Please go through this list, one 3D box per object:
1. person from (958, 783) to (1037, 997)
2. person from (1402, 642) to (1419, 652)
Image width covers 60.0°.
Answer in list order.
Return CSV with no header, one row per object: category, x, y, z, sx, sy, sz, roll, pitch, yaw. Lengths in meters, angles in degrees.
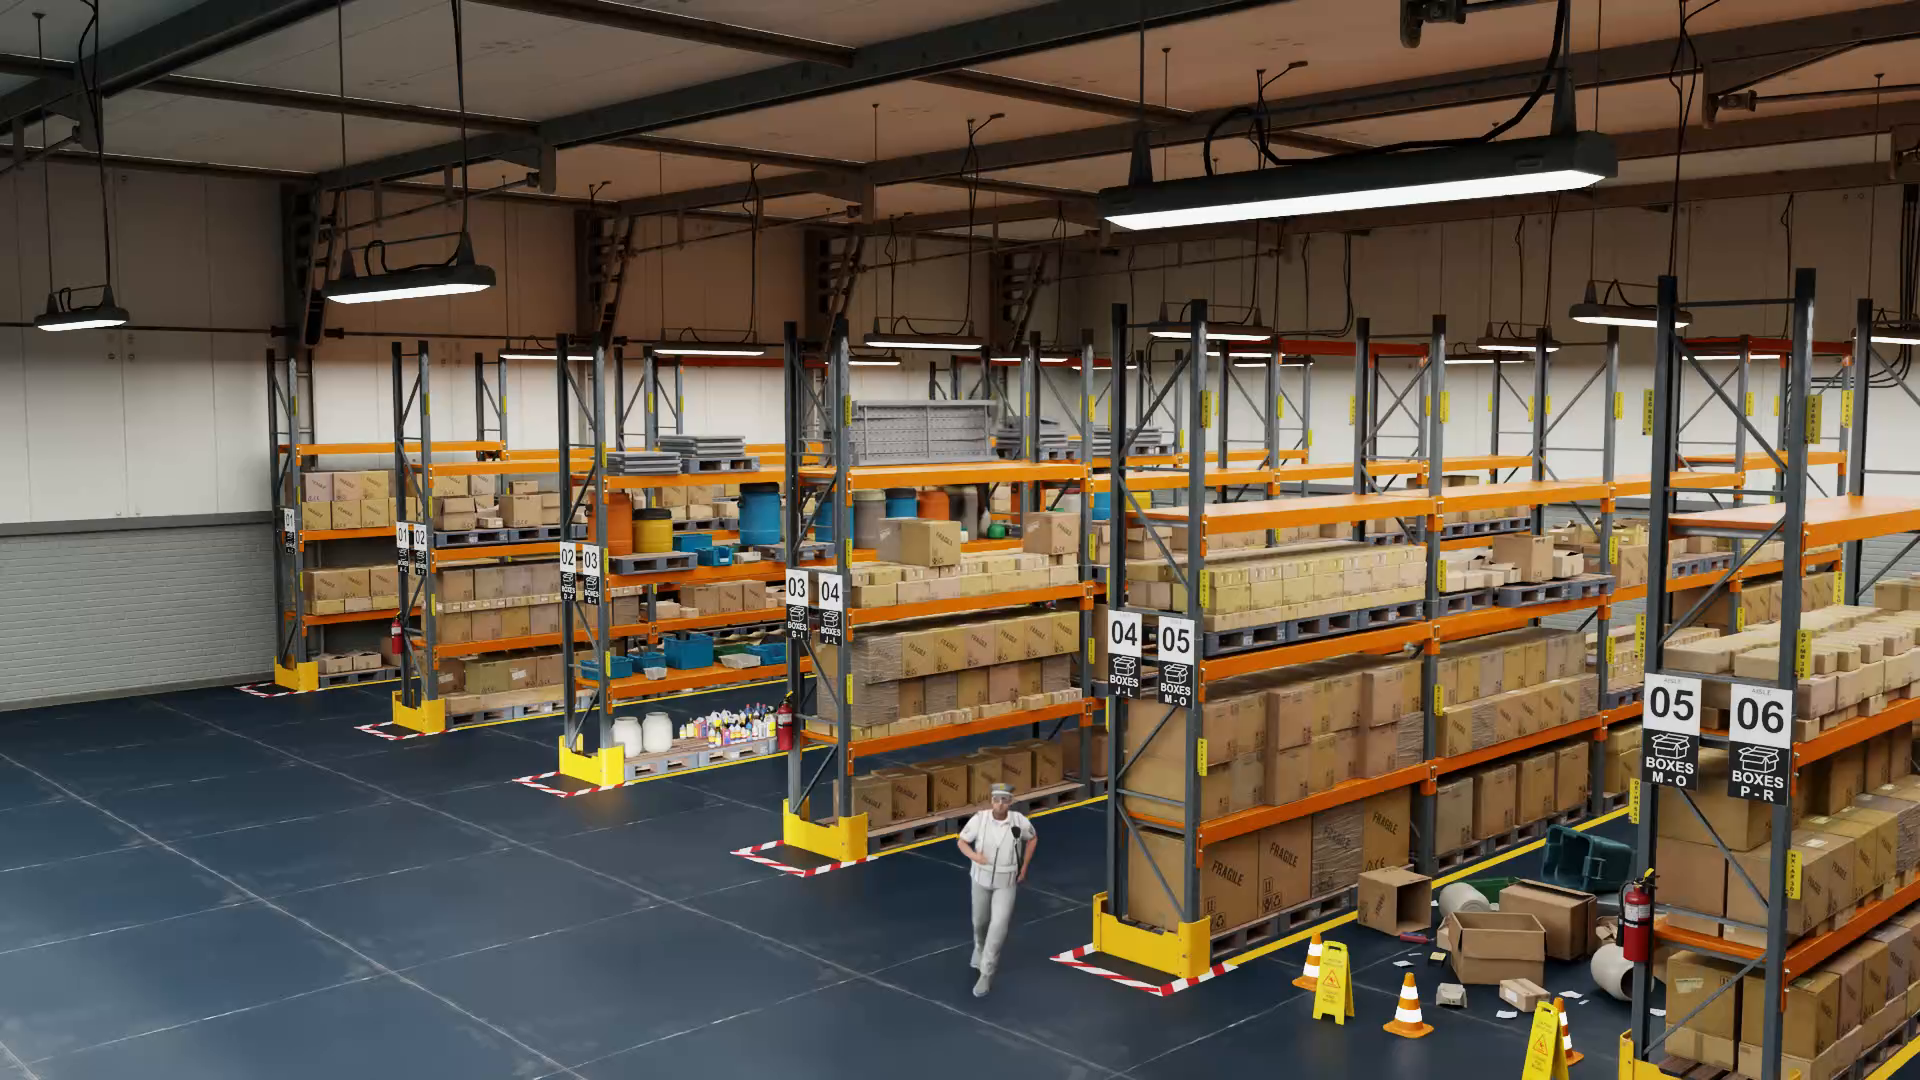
person,0.320,3.006,14.646,0.688,1.796,0.906,1,5,8
person,6.399,2.276,23.905,0.608,1.650,0.540,4,6,38
